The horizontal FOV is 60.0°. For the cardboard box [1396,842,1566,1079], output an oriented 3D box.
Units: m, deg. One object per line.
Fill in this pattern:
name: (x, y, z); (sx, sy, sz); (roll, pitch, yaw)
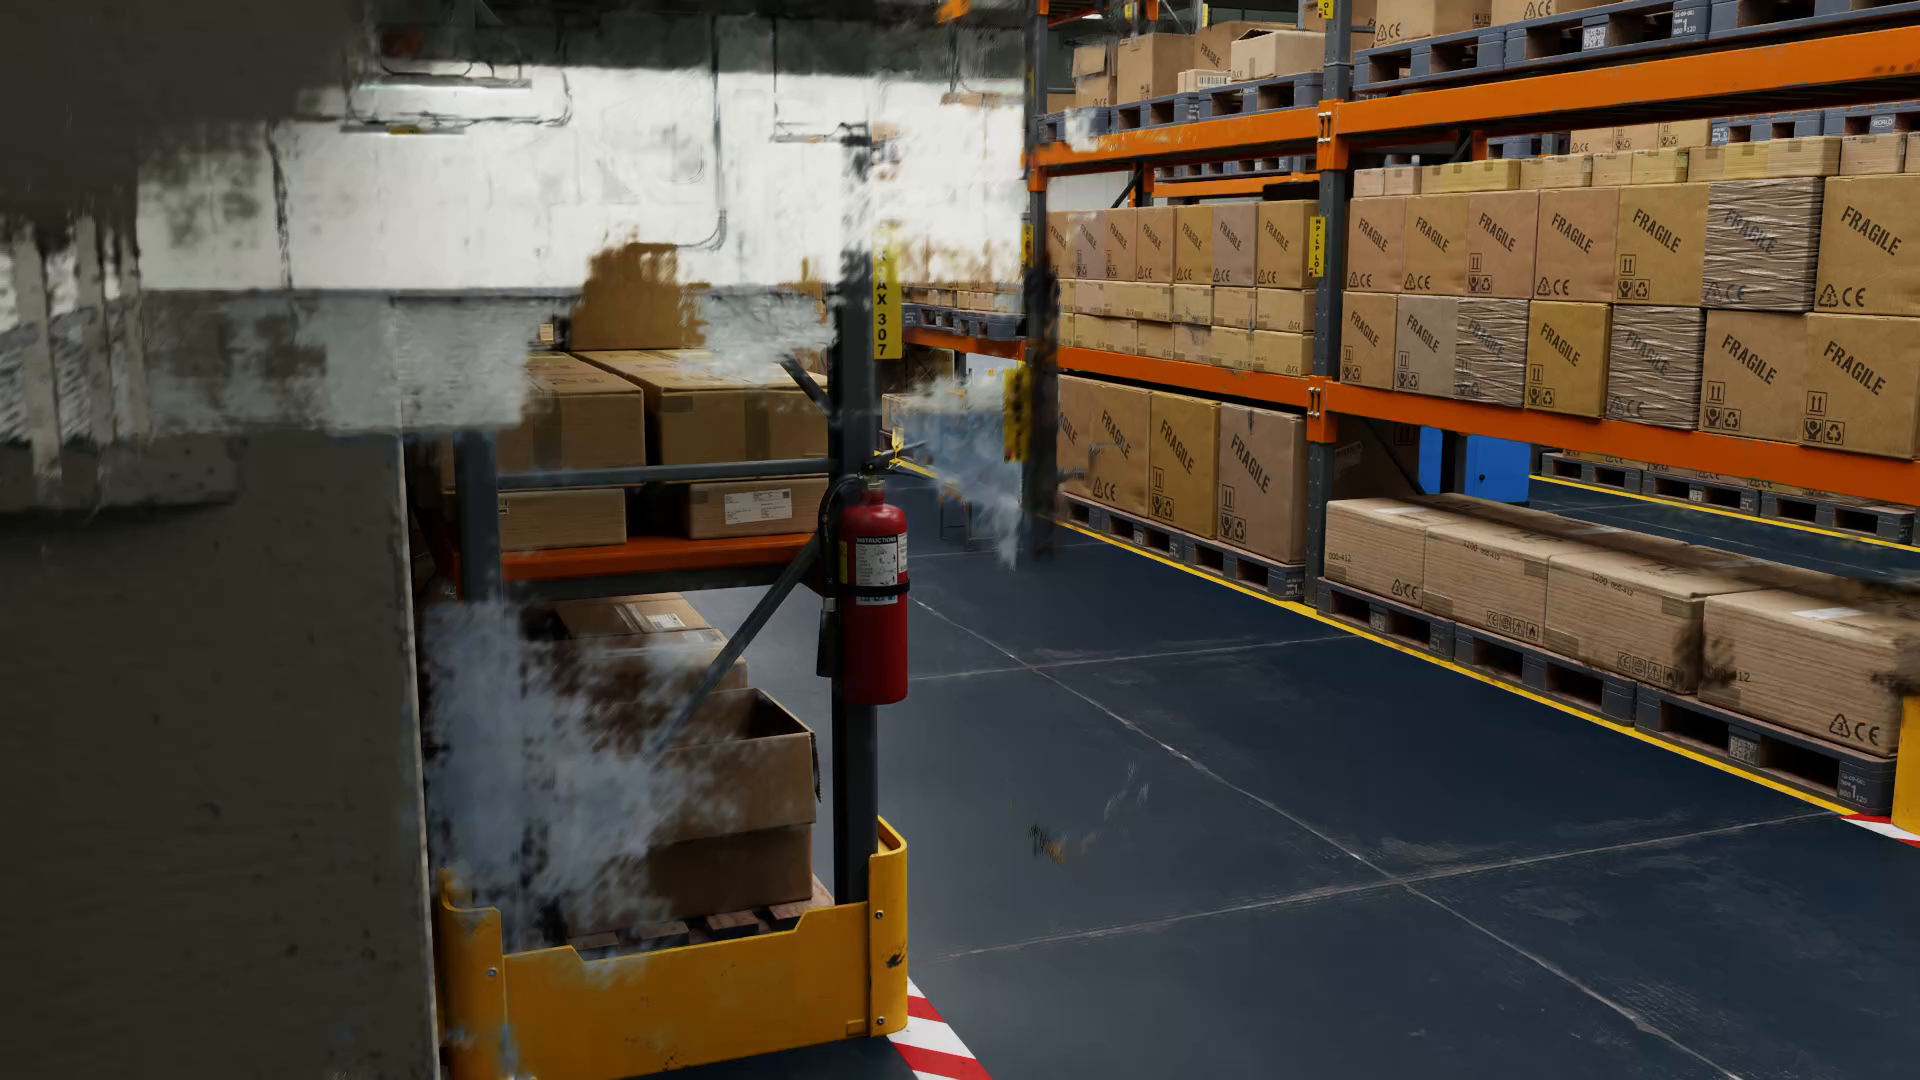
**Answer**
cardboard box: (-0.976, -3.451, 18.571); (0.700, 0.500, 0.500); (-4, 11, -21)

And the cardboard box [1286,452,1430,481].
cardboard box: (-1.308, -4.707, 19.497); (0.380, 0.149, 0.250); (-4, 11, -22)

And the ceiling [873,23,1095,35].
ceiling: (-3.057, -17.017, 56.001); (6.000, 0.001, 6.000); (-4, 11, -21)

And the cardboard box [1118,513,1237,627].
cardboard box: (-1.765, -4.450, 19.192); (0.500, 0.250, 0.500); (-4, 11, -22)

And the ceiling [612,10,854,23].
ceiling: (-8.649, -16.636, 53.861); (6.000, 0.001, 6.000); (-4, 11, -21)

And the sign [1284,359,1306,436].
sign: (-1.348, -5.027, 20.329); (0.100, 0.325, 0.005); (-4, 11, -21)

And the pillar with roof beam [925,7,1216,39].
pillar with roof beam: (-0.064, -15.948, 50.846); (6.894, 0.400, 0.400); (-4, 11, -21)

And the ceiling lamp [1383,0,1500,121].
ceiling lamp: (4.639, -12.421, 39.192); (2.000, 3.185, 0.800); (-4, 11, -21)

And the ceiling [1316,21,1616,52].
ceiling: (10.301, -16.799, 54.777); (6.000, 0.001, 6.000); (-4, 11, -21)

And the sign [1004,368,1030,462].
sign: (-2.379, -4.955, 19.957); (0.100, 0.325, 0.005); (-4, 11, -21)

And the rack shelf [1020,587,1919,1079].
rack shelf: (-1.148, -3.879, 18.455); (1.077, 0.370, 4.000); (-4, 11, -21)

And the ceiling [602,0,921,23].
ceiling: (-6.475, -15.657, 48.355); (6.000, 0.001, 6.000); (-4, 11, -21)

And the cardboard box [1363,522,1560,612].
cardboard box: (-1.392, -4.460, 18.111); (0.380, 0.149, 0.250); (-4, 11, -20)

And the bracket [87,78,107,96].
bracket: (-15.301, -11.194, 38.683); (0.235, 0.232, 0.430); (-4, 11, -21)

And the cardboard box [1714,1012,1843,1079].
cardboard box: (-0.545, -3.288, 17.655); (0.700, 0.500, 0.500); (-4, 11, -21)

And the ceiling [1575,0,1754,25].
ceiling: (12.476, -15.820, 49.271); (6.000, 0.001, 6.000); (-4, 11, -21)

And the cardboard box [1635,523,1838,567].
cardboard box: (-0.756, -4.456, 18.090); (0.380, 0.149, 0.250); (-4, 11, -22)

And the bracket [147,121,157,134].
bracket: (-18.635, -12.696, 47.126); (0.235, 0.232, 0.430); (-4, 11, -21)

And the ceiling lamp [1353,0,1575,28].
ceiling lamp: (1.520, -10.414, 27.910); (2.000, 3.185, 0.800); (-4, 11, -21)

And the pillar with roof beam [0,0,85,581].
pillar with roof beam: (-9.596, -8.761, 35.283); (9.100, 9.000, 0.548); (-4, 11, -21)

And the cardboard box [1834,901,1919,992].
cardboard box: (-0.831, -3.862, 17.023); (0.380, 0.149, 0.250); (-4, 11, -20)

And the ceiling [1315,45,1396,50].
ceiling: (8.127, -17.778, 60.283); (6.000, 0.001, 6.000); (-4, 11, -21)

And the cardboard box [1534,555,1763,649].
cardboard box: (-1.134, -4.382, 17.672); (0.380, 0.149, 0.250); (-4, 11, -22)

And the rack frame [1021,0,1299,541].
rack frame: (-1.873, -6.036, 19.965); (1.000, 3.000, 0.127); (-4, 11, -21)

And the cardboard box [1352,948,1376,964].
cardboard box: (-1.064, -3.043, 19.134); (0.500, 0.500, 0.500); (-4, 11, -21)

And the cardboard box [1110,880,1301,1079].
cardboard box: (-1.769, -3.099, 19.447); (0.500, 0.500, 0.500); (-4, 11, -19)

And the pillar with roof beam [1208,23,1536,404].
pillar with roof beam: (7.390, -12.172, 54.461); (9.100, 9.000, 0.548); (-4, 11, -21)

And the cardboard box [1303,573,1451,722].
cardboard box: (-1.388, -4.282, 18.250); (0.500, 0.250, 0.500); (-4, 11, -20)

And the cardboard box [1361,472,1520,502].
cardboard box: (-1.182, -4.622, 19.018); (0.380, 0.149, 0.250); (-4, 11, -21)

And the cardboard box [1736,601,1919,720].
cardboard box: (-0.918, -4.299, 17.204); (0.380, 0.149, 0.250); (-4, 11, -19)

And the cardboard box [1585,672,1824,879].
cardboard box: (-1.018, -4.116, 17.316); (0.500, 0.250, 0.500); (-4, 11, -22)

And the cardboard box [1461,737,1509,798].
cardboard box: (-1.197, -4.031, 17.977); (0.380, 0.149, 0.250); (-4, 11, -20)

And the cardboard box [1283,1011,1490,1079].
cardboard box: (-1.391, -2.933, 18.517); (0.500, 0.500, 0.500); (-4, 11, -22)

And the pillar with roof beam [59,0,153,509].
pillar with roof beam: (-11.770, -9.740, 40.789); (9.100, 9.000, 0.548); (-4, 11, -21)

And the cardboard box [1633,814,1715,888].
cardboard box: (-0.994, -3.946, 17.498); (0.380, 0.149, 0.250); (-4, 11, -23)

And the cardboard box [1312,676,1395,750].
cardboard box: (-1.450, -4.110, 18.417); (0.380, 0.149, 0.250); (-4, 11, -22)

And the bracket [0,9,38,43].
bracket: (-12.193, -9.794, 30.813); (0.076, 0.066, 4.783); (-4, 11, -21)

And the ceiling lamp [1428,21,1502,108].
ceiling lamp: (8.179, -14.374, 50.170); (2.000, 3.185, 0.800); (-4, 11, -21)

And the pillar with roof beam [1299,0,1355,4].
pillar with roof beam: (2.111, -14.968, 45.340); (6.894, 0.400, 0.400); (-4, 11, -21)

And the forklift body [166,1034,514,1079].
forklift body: (-4.110, -2.155, 17.701); (2.313, 2.155, 1.214); (-4, 11, -21)

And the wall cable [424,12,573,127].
wall cable: (-12.386, -14.576, 49.434); (3.097, 2.526, 0.112); (-4, 11, -21)

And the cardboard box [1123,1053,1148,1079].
cardboard box: (-1.817, -2.801, 19.627); (0.380, 0.149, 0.250); (-4, 11, -23)

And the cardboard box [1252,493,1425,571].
cardboard box: (-1.576, -4.544, 18.585); (0.380, 0.149, 0.250); (-4, 11, -19)

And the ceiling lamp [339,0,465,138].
ceiling lamp: (-12.130, -12.991, 42.396); (2.000, 3.185, 0.800); (-4, 11, -21)

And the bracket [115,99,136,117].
bracket: (-16.542, -11.753, 41.825); (0.076, 0.066, 4.783); (-4, 11, -21)

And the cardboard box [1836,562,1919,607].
cardboard box: (-0.512, -4.376, 17.639); (0.380, 0.149, 0.250); (-4, 11, -21)

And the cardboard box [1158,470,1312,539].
cardboard box: (-1.773, -4.627, 19.047); (0.380, 0.149, 0.250); (-4, 11, -21)

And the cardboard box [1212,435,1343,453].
cardboard box: (-1.475, -4.792, 19.974); (0.380, 0.149, 0.250); (-4, 11, -20)

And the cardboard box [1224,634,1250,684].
cardboard box: (-1.600, -4.196, 18.904); (0.380, 0.149, 0.250); (-4, 11, -23)

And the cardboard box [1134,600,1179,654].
cardboard box: (-1.813, -4.278, 19.365); (0.380, 0.149, 0.250); (-4, 11, -19)

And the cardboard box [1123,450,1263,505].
cardboard box: (-1.828, -4.717, 19.555); (0.380, 0.149, 0.250); (-4, 11, -21)

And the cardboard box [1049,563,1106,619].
cardboard box: (-2.055, -4.361, 19.829); (0.380, 0.149, 0.250); (-4, 11, -21)

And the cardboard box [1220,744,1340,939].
cardboard box: (-1.308, -3.618, 19.510); (0.700, 0.500, 0.500); (-4, 11, -20)

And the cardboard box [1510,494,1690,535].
cardboard box: (-0.888, -4.544, 18.579); (0.380, 0.149, 0.250); (-4, 11, -19)

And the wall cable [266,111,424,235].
wall cable: (-15.270, -12.141, 48.729); (3.097, 2.526, 0.112); (-4, 11, -21)
